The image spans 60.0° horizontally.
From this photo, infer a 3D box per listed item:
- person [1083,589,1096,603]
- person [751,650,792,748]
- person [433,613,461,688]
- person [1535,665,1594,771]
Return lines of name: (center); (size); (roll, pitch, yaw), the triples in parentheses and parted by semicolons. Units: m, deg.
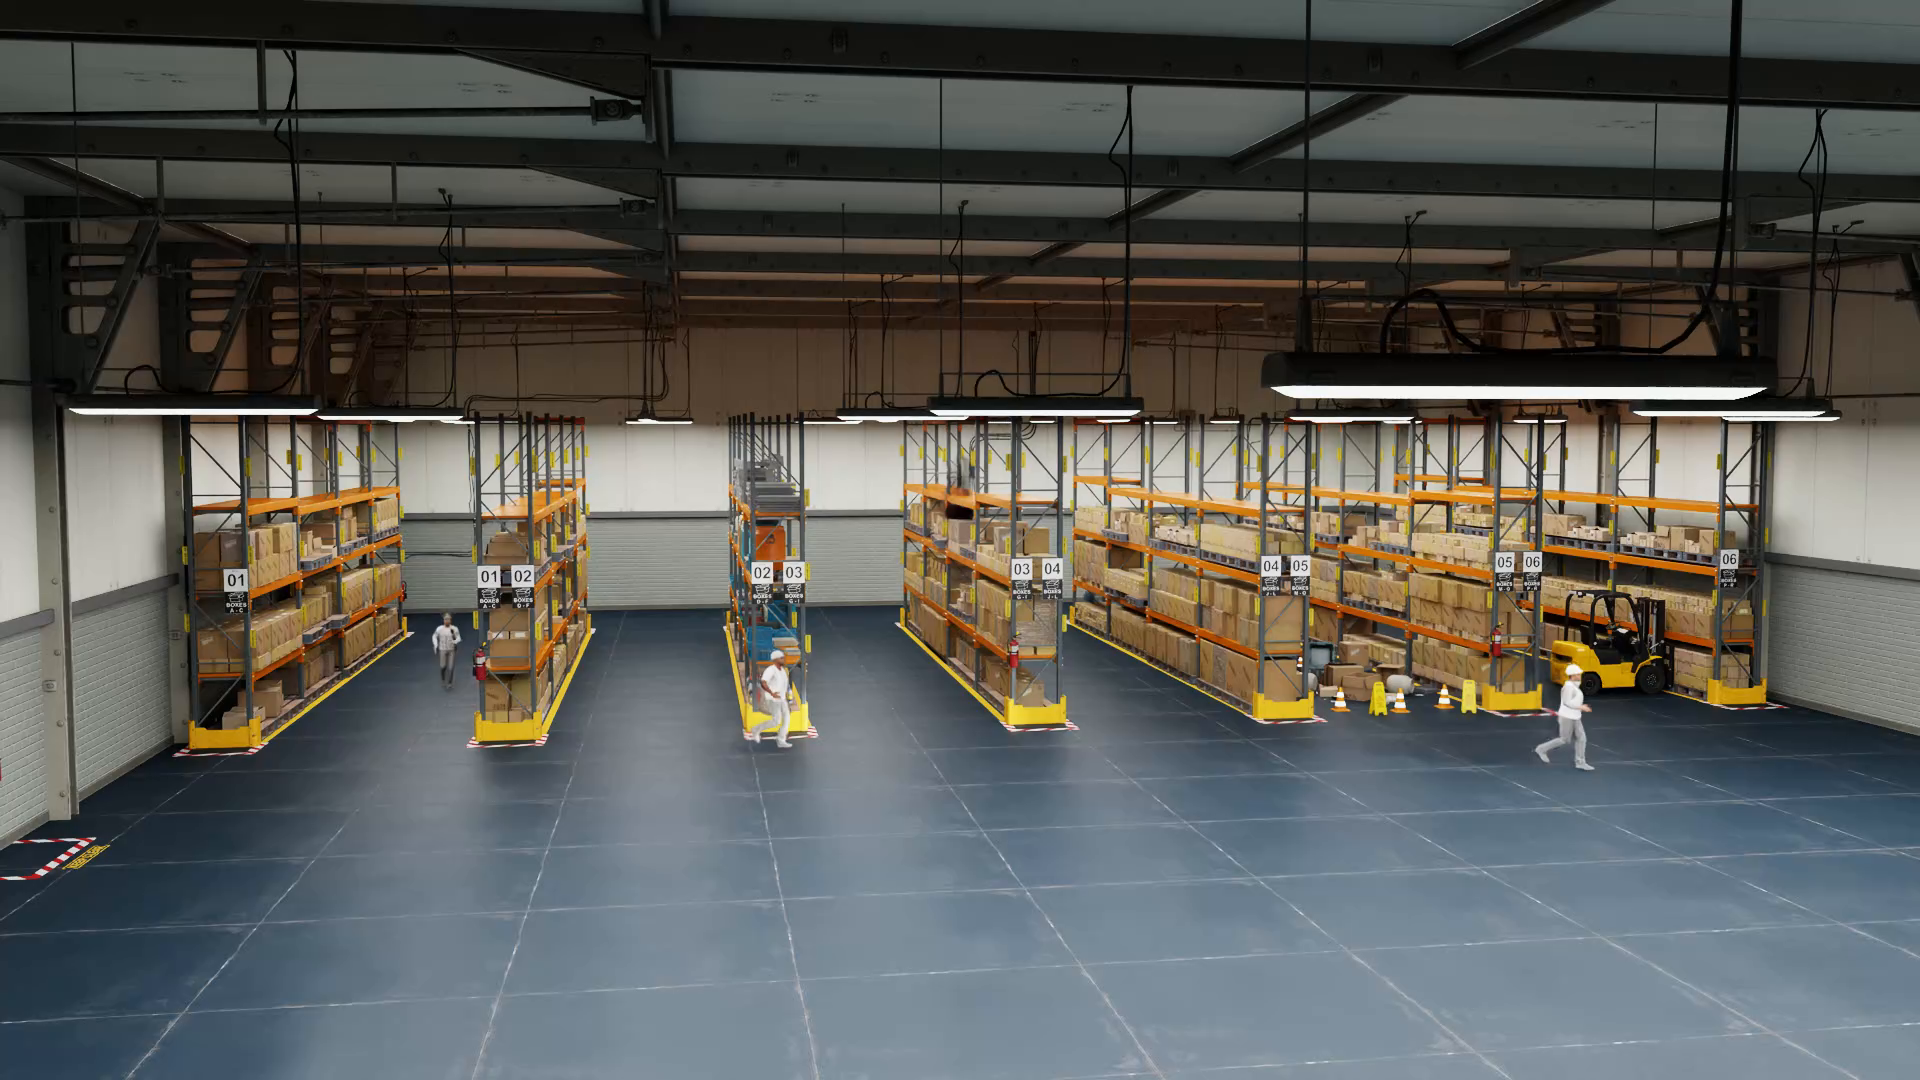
person: (3.898, 1.489, 49.965); (0.699, 1.677, 0.769); (2, 4, 29)
person: (-3.313, 2.844, 29.786); (0.783, 1.739, 0.760); (1, 4, 20)
person: (-11.175, 2.415, 36.217); (0.593, 1.660, 0.624); (-1, 4, -17)
person: (10.130, 2.951, 27.785); (0.934, 1.762, 0.648); (2, 5, 32)
